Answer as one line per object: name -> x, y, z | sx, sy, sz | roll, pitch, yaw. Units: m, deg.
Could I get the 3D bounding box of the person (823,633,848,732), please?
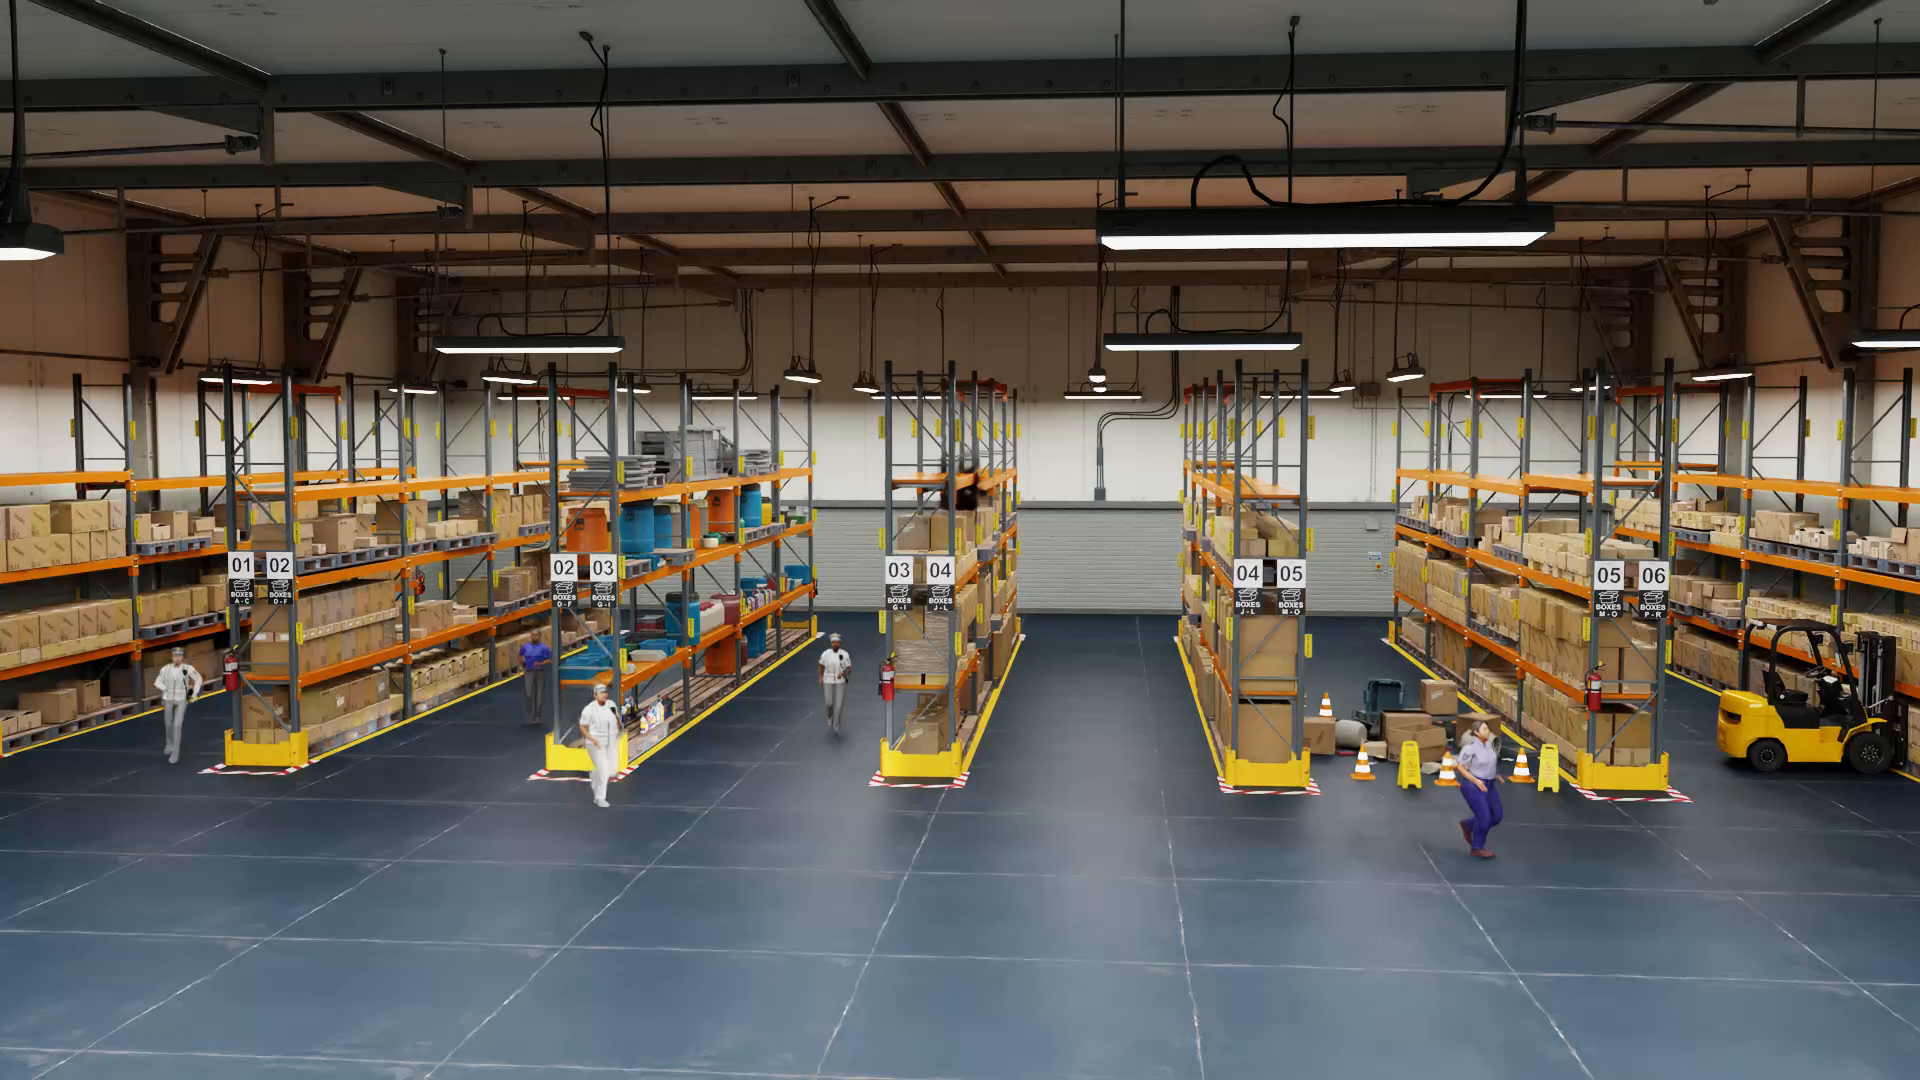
person -> -2.053, 2.365, 27.465 | 0.411, 1.652, 0.499 | 0, 4, -2

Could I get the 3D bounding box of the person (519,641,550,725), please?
person -> -7.217, 2.422, 28.228 | 0.526, 1.436, 0.586 | -1, 4, -12

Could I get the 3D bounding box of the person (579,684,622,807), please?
person -> -4.831, 2.736, 22.306 | 0.615, 1.653, 0.600 | -3, 5, -42

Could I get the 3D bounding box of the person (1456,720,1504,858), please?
person -> 6.092, 2.915, 19.588 | 0.594, 1.601, 0.537 | -3, 5, -38

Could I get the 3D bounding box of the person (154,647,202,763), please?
person -> -11.926, 2.475, 25.352 | 0.640, 1.719, 0.829 | -1, 4, -13
